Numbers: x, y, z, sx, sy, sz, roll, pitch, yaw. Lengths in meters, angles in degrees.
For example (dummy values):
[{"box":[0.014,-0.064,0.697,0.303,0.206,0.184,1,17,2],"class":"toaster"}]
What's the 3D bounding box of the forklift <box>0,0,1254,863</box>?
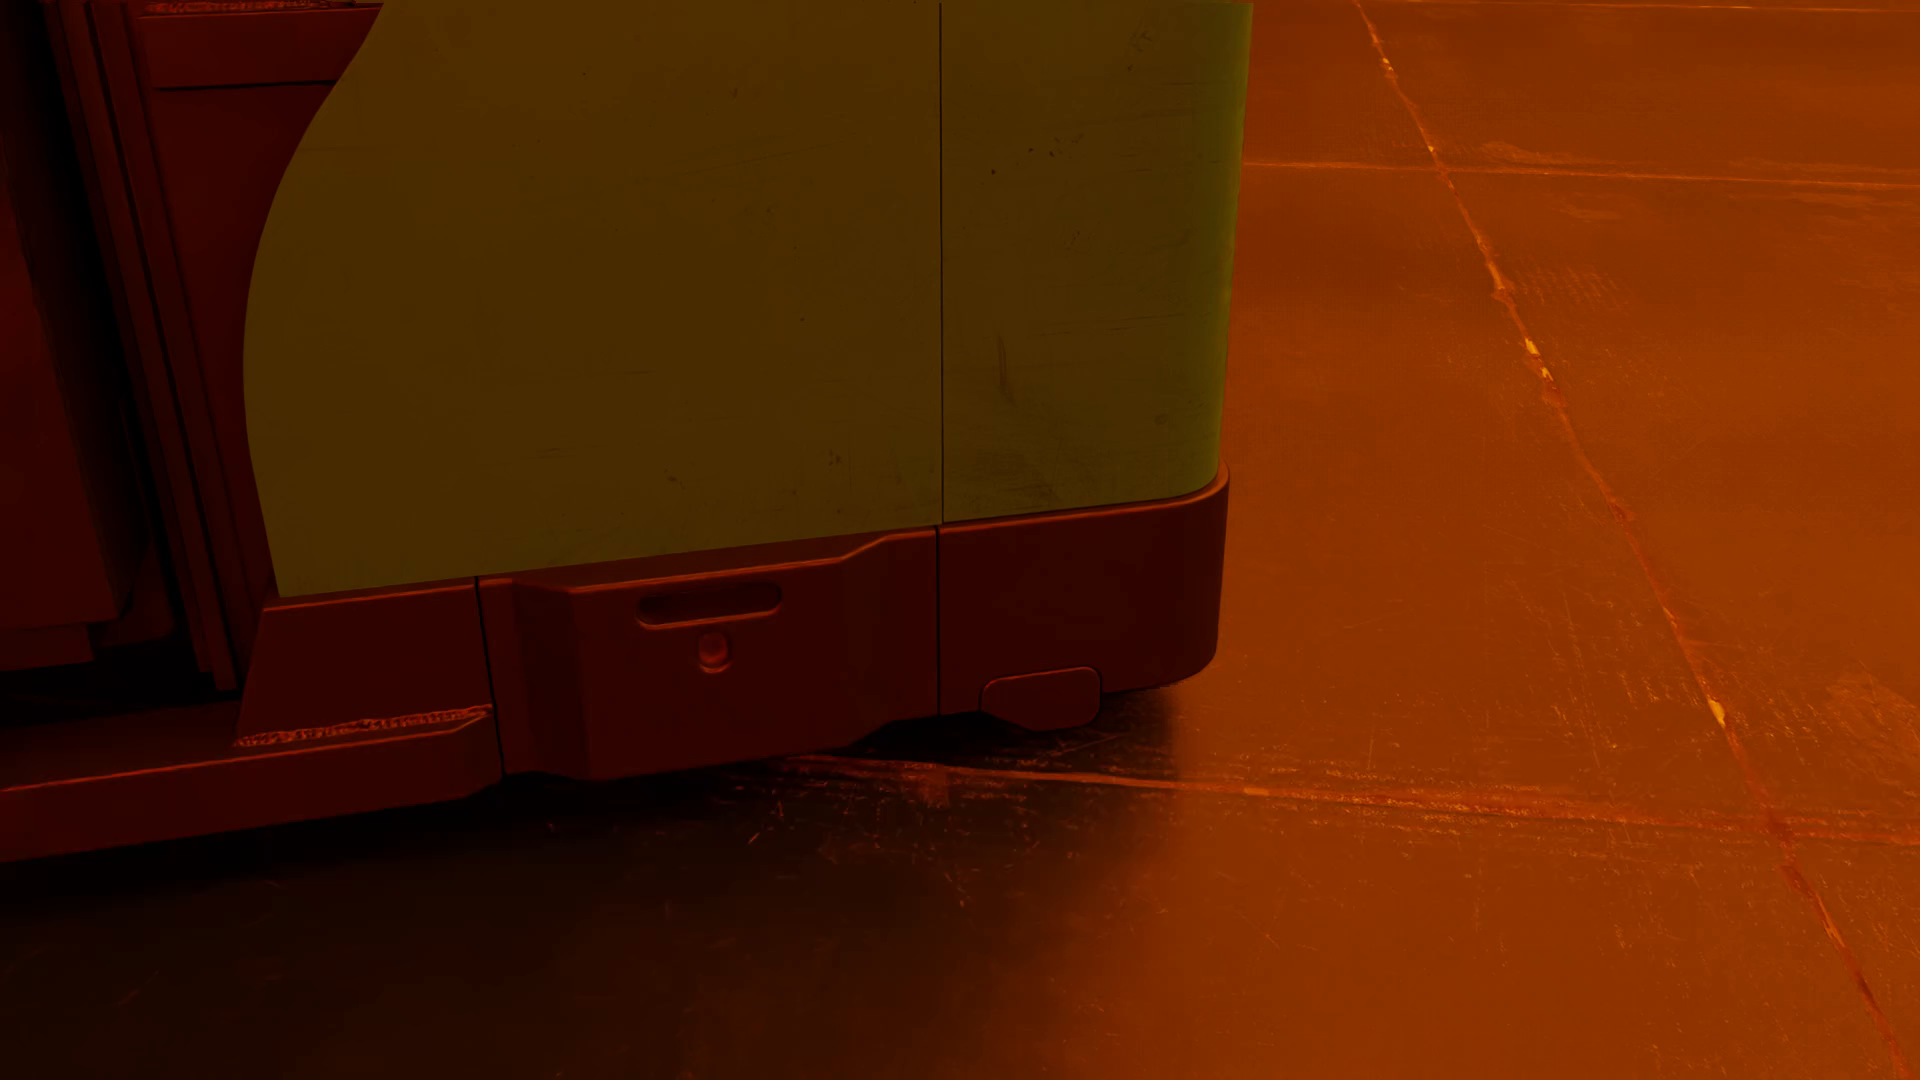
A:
[{"box":[-1.255,-1.144,1.510,3.031,2.935,1.130,-6,27,-13],"class":"forklift"}]
